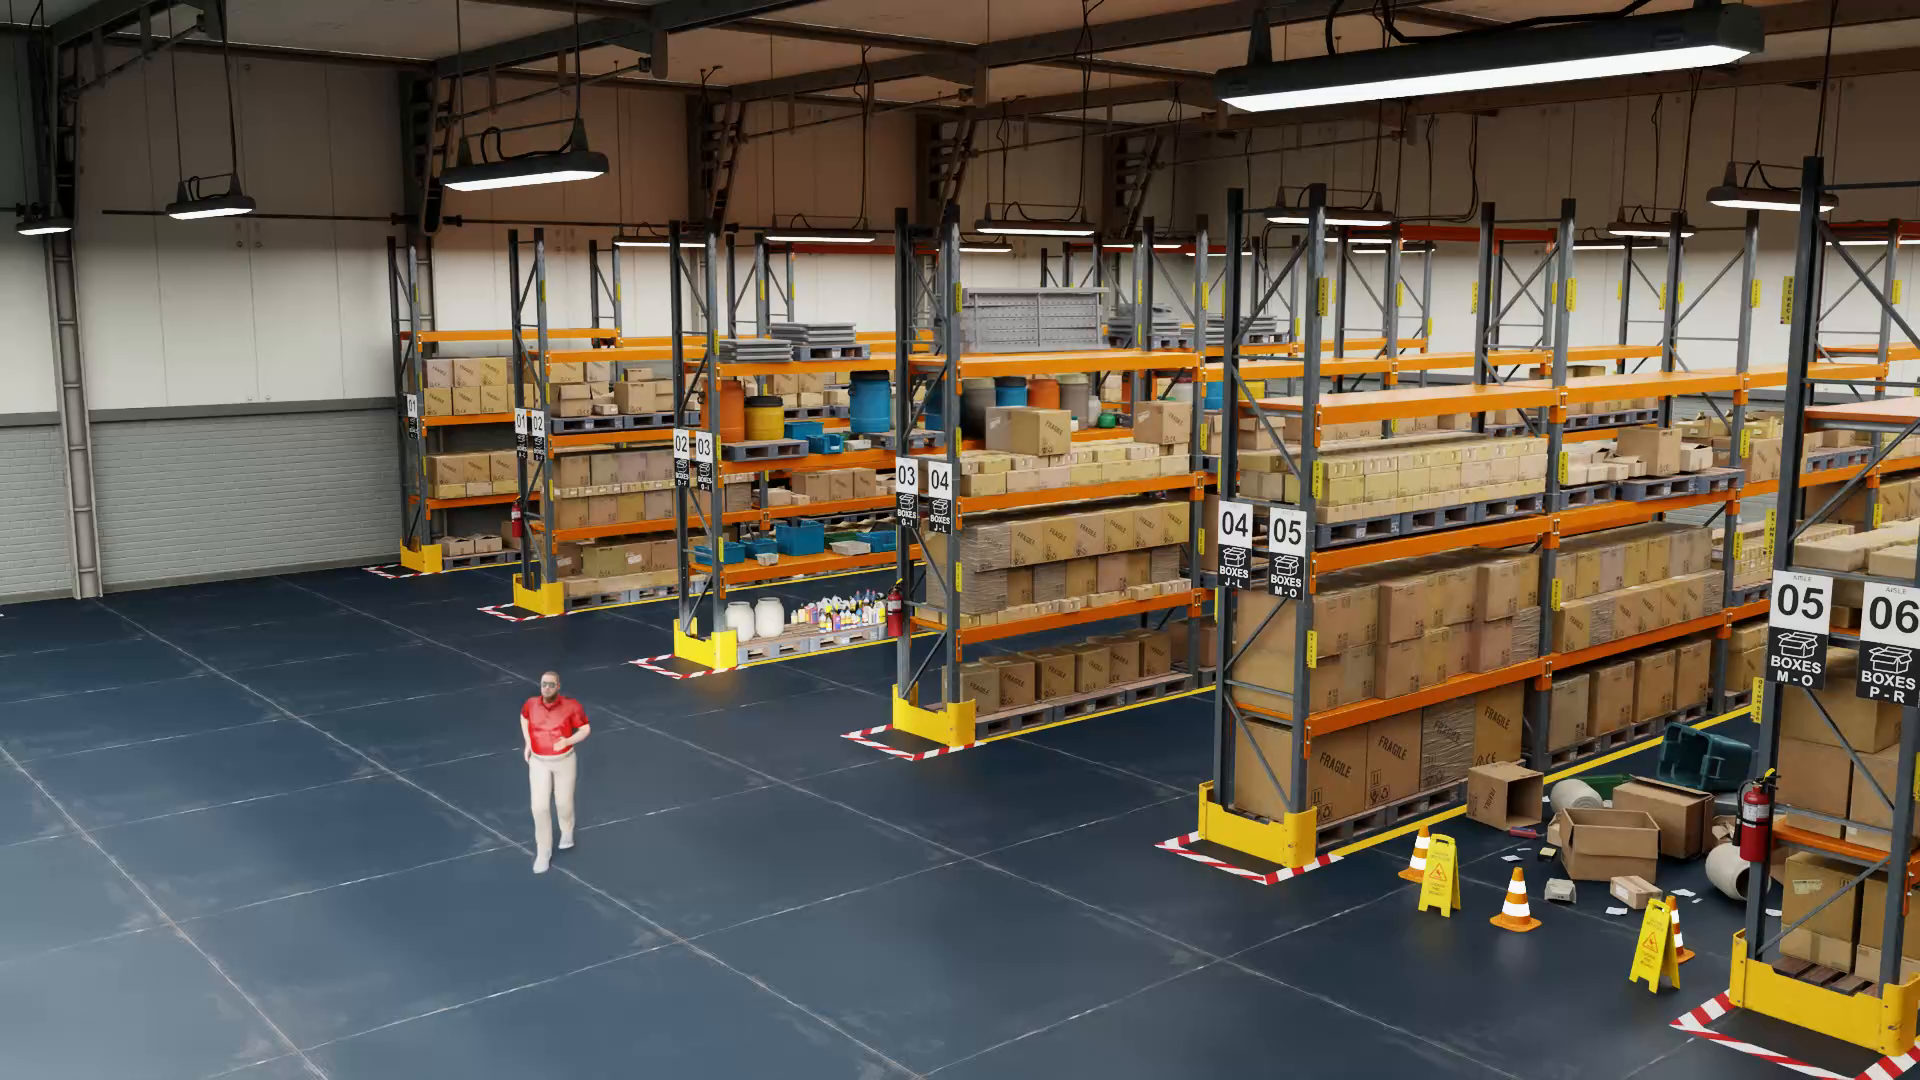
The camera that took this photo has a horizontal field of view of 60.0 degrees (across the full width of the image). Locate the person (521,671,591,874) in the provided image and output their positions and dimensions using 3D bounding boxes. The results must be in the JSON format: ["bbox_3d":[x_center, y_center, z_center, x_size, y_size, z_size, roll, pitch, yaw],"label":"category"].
[{"bbox_3d":[-3.636,2.047,14.964,0.645,1.785,0.816,-1,9,-7],"label":"person"}]

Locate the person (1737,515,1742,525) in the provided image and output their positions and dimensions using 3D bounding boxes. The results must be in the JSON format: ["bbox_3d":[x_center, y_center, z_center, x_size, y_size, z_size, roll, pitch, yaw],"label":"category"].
[{"bbox_3d":[11.468,0.505,24.775,0.655,1.767,0.680,-7,11,-39],"label":"person"}]
